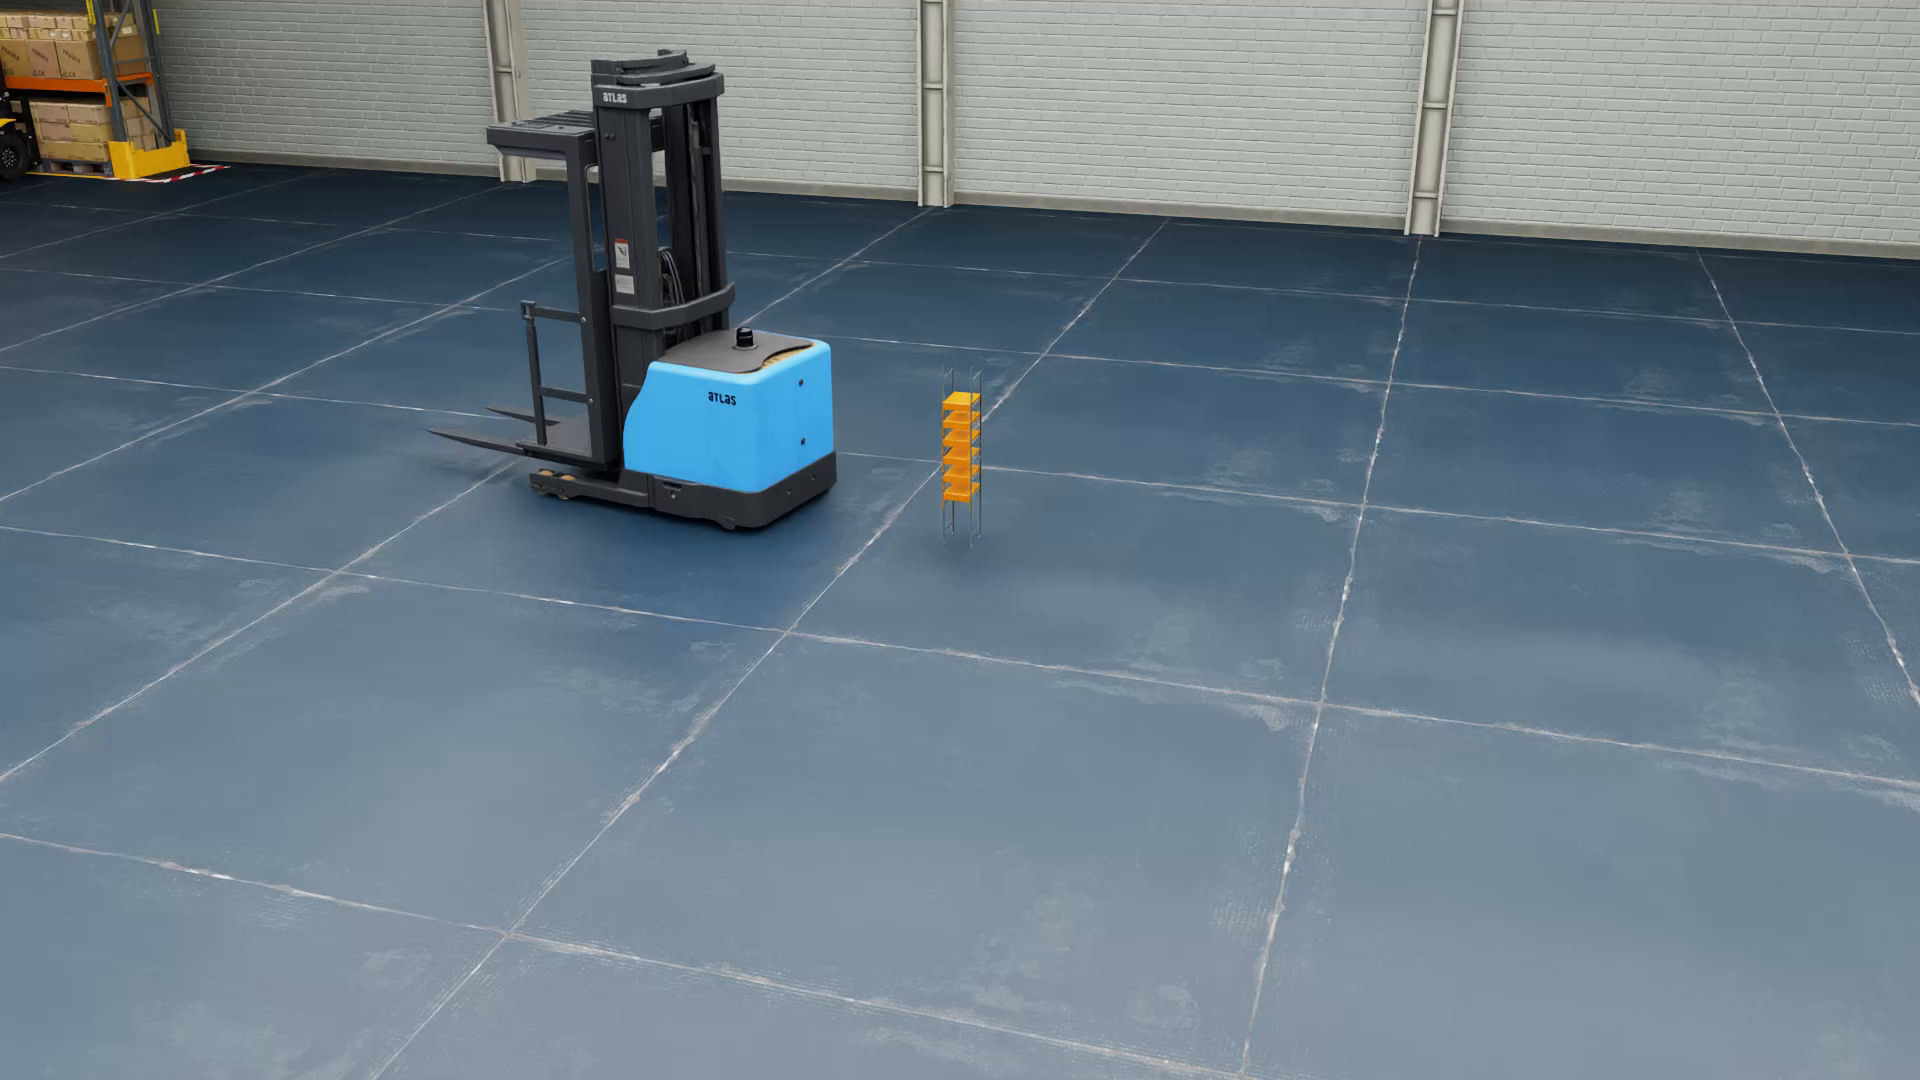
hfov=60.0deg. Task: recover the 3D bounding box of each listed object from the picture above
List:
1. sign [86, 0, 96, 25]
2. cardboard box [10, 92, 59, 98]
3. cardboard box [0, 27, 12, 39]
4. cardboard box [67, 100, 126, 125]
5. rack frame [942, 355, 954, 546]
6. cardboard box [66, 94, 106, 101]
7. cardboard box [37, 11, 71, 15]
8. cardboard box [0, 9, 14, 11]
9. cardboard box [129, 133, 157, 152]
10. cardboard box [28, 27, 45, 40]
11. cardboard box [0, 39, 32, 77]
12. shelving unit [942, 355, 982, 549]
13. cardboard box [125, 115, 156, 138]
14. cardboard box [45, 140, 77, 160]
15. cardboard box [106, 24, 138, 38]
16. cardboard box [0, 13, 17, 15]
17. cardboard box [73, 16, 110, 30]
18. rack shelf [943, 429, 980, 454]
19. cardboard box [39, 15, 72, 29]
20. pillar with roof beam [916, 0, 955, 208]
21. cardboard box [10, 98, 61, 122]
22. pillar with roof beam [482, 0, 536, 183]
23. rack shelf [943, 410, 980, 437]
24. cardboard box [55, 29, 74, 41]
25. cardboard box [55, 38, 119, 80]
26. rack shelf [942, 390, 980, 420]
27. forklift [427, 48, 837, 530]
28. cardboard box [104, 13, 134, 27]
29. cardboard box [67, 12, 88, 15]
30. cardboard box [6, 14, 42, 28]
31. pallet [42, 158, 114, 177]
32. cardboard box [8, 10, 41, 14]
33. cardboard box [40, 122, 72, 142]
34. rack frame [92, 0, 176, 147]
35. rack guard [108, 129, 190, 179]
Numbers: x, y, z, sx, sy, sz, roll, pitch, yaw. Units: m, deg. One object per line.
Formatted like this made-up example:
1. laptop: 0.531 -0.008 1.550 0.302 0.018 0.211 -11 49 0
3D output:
1. sign: -11.554 -7.027 22.111 0.005 0.325 0.100 7 23 16
2. cardboard box: -13.233 -6.254 23.817 0.500 0.250 0.500 6 23 14
3. cardboard box: -13.032 -6.992 22.876 0.250 0.149 0.380 7 23 16
4. cardboard box: -11.915 -5.899 22.952 0.500 0.250 0.500 7 23 17
5. rack frame: -0.074 -0.564 10.563 0.006 1.200 0.240 7 23 16
6. cardboard box: -12.268 -6.137 23.531 0.500 0.250 0.500 7 23 16
7. cardboard box: -12.633 -7.293 23.218 0.250 0.149 0.380 7 23 17
8. cardboard box: -13.603 -7.423 23.534 0.250 0.149 0.380 6 23 15
9. cardboard box: -11.797 -5.624 23.599 0.500 0.250 0.500 7 23 16
10. cardboard box: -12.514 -6.959 22.797 0.250 0.149 0.380 6 23 15
11. cardboard box: -12.915 -6.698 23.016 0.500 0.500 0.500 6 23 14
12. shelving unit: 0.014 -0.554 10.538 0.189 1.200 0.258 7 23 16
13. cardboard box: -11.774 -5.858 23.509 0.500 0.250 0.500 7 23 16
14. cardboard box: -12.398 -5.494 23.282 0.500 0.250 0.500 7 23 15
15. cardboard box: -11.633 -7.055 23.031 0.250 0.149 0.380 6 23 14
16. cardboard box: -13.258 -7.190 22.968 0.250 0.149 0.380 7 23 16
17. cardboard box: -11.787 -7.024 22.563 0.250 0.149 0.380 7 23 16
18. rack shelf: 0.014 -0.623 10.510 0.180 0.103 0.258 7 23 16
19. cardboard box: -12.291 -7.059 22.647 0.250 0.149 0.380 7 23 17
20. pillar with roof beam: -1.545 -6.877 15.678 0.400 9.000 9.100 7 23 16
21. cardboard box: -12.891 -6.005 23.209 0.500 0.250 0.500 7 23 16
22. pillar with roof beam: -7.289 -7.535 17.282 0.400 9.000 9.100 7 23 16
23. rack shelf: 0.014 -0.734 10.464 0.180 0.103 0.258 7 23 16
24. cardboard box: -12.050 -6.877 22.597 0.250 0.149 0.380 7 23 16
25. cardboard box: -11.931 -6.582 22.732 0.500 0.500 0.500 6 23 14
26. rack shelf: 0.014 -0.845 10.419 0.180 0.103 0.258 7 23 16
27. forklift: -2.403 -1.800 11.295 3.031 2.935 1.130 11 25 25
28. cardboard box: -11.643 -7.176 22.933 0.250 0.149 0.380 6 23 14
29. cardboard box: -12.141 -7.241 23.091 0.250 0.149 0.380 7 23 17
30. cardboard box: -12.789 -7.101 22.751 0.250 0.149 0.380 7 23 17
31. pallet: -12.128 -5.356 23.549 1.213 0.211 1.003 7 23 16
32. cardboard box: -13.116 -7.356 23.371 0.250 0.149 0.380 7 23 16
33. cardboard box: -12.417 -5.730 23.196 0.500 0.250 0.500 6 23 15
34. rack frame: -11.384 -6.577 22.852 0.127 3.000 1.000 7 23 16
35. rack guard: -11.361 -5.418 23.320 0.348 0.500 1.175 7 23 16
